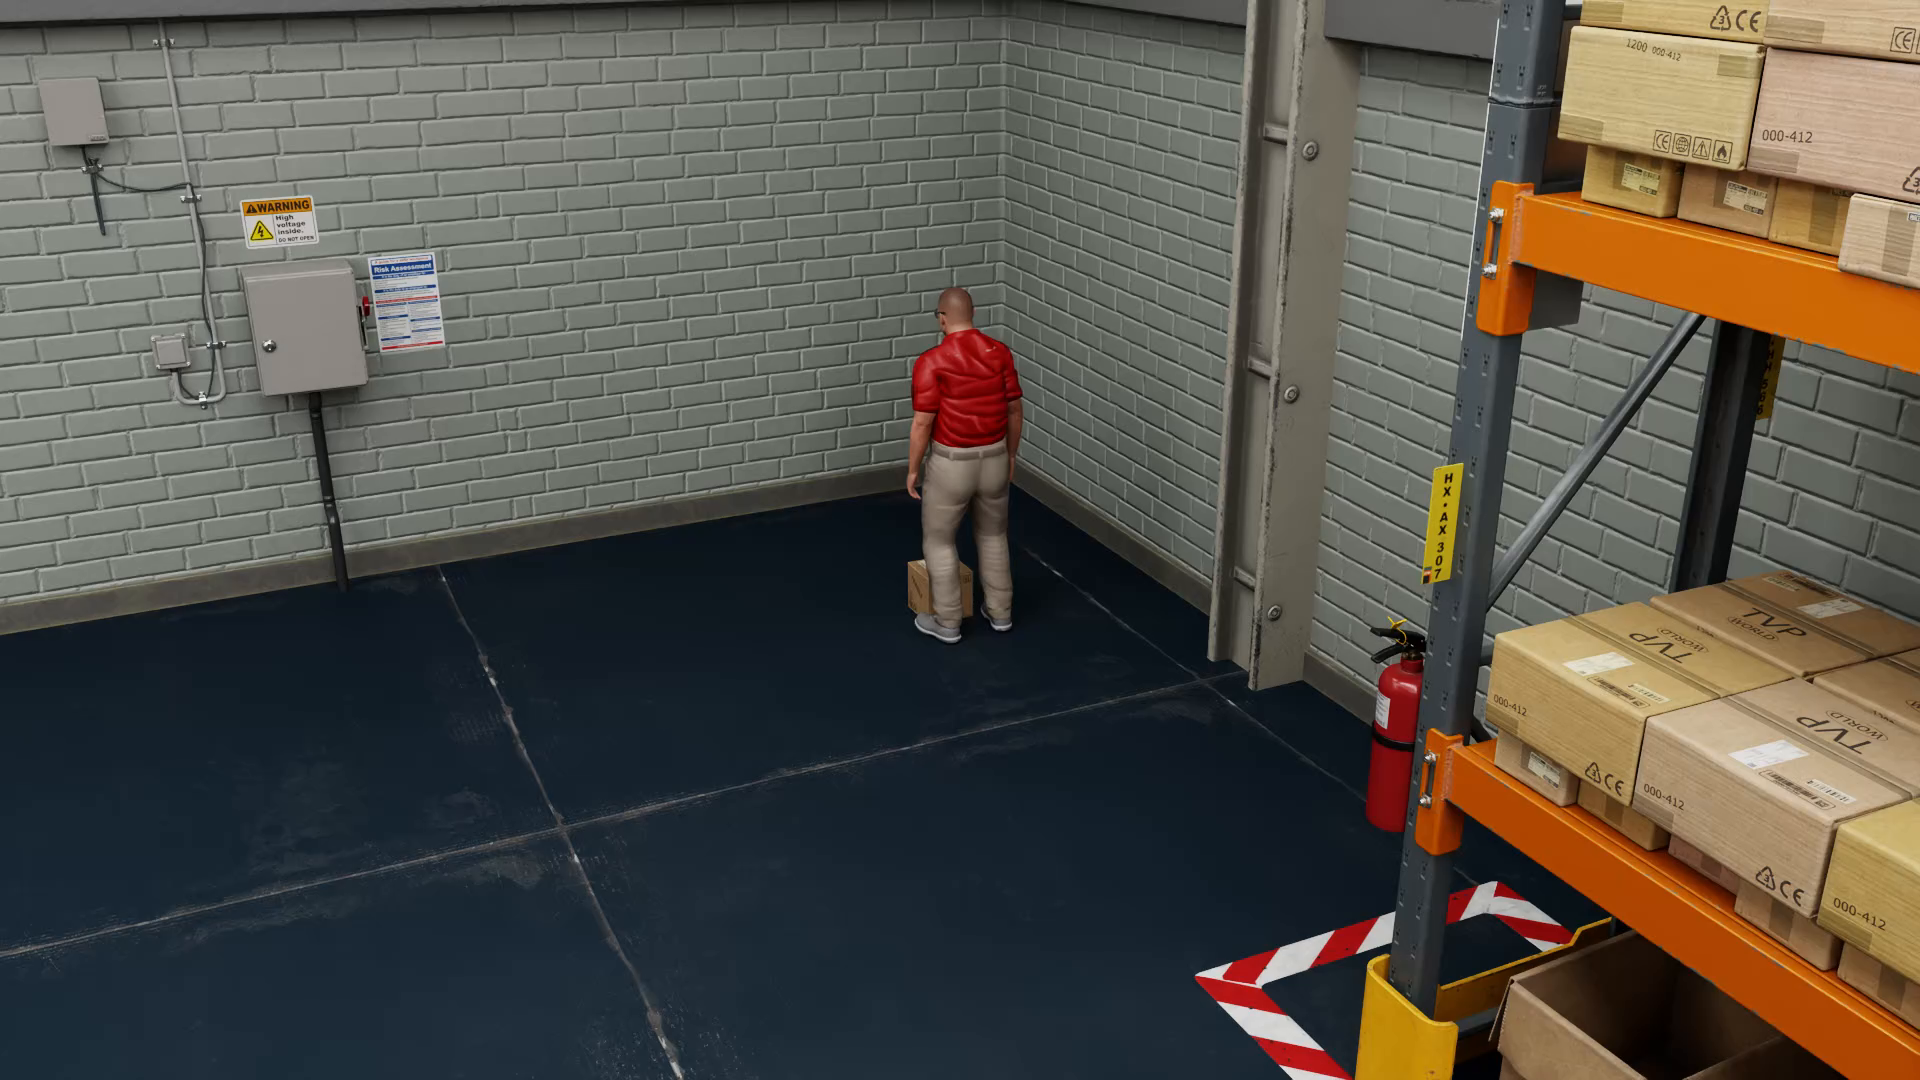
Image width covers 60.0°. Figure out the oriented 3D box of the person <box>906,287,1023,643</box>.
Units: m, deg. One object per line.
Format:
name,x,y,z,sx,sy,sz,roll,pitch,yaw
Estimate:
person,0.019,-0.353,7.981,0.587,1.727,0.394,-10,24,-23
